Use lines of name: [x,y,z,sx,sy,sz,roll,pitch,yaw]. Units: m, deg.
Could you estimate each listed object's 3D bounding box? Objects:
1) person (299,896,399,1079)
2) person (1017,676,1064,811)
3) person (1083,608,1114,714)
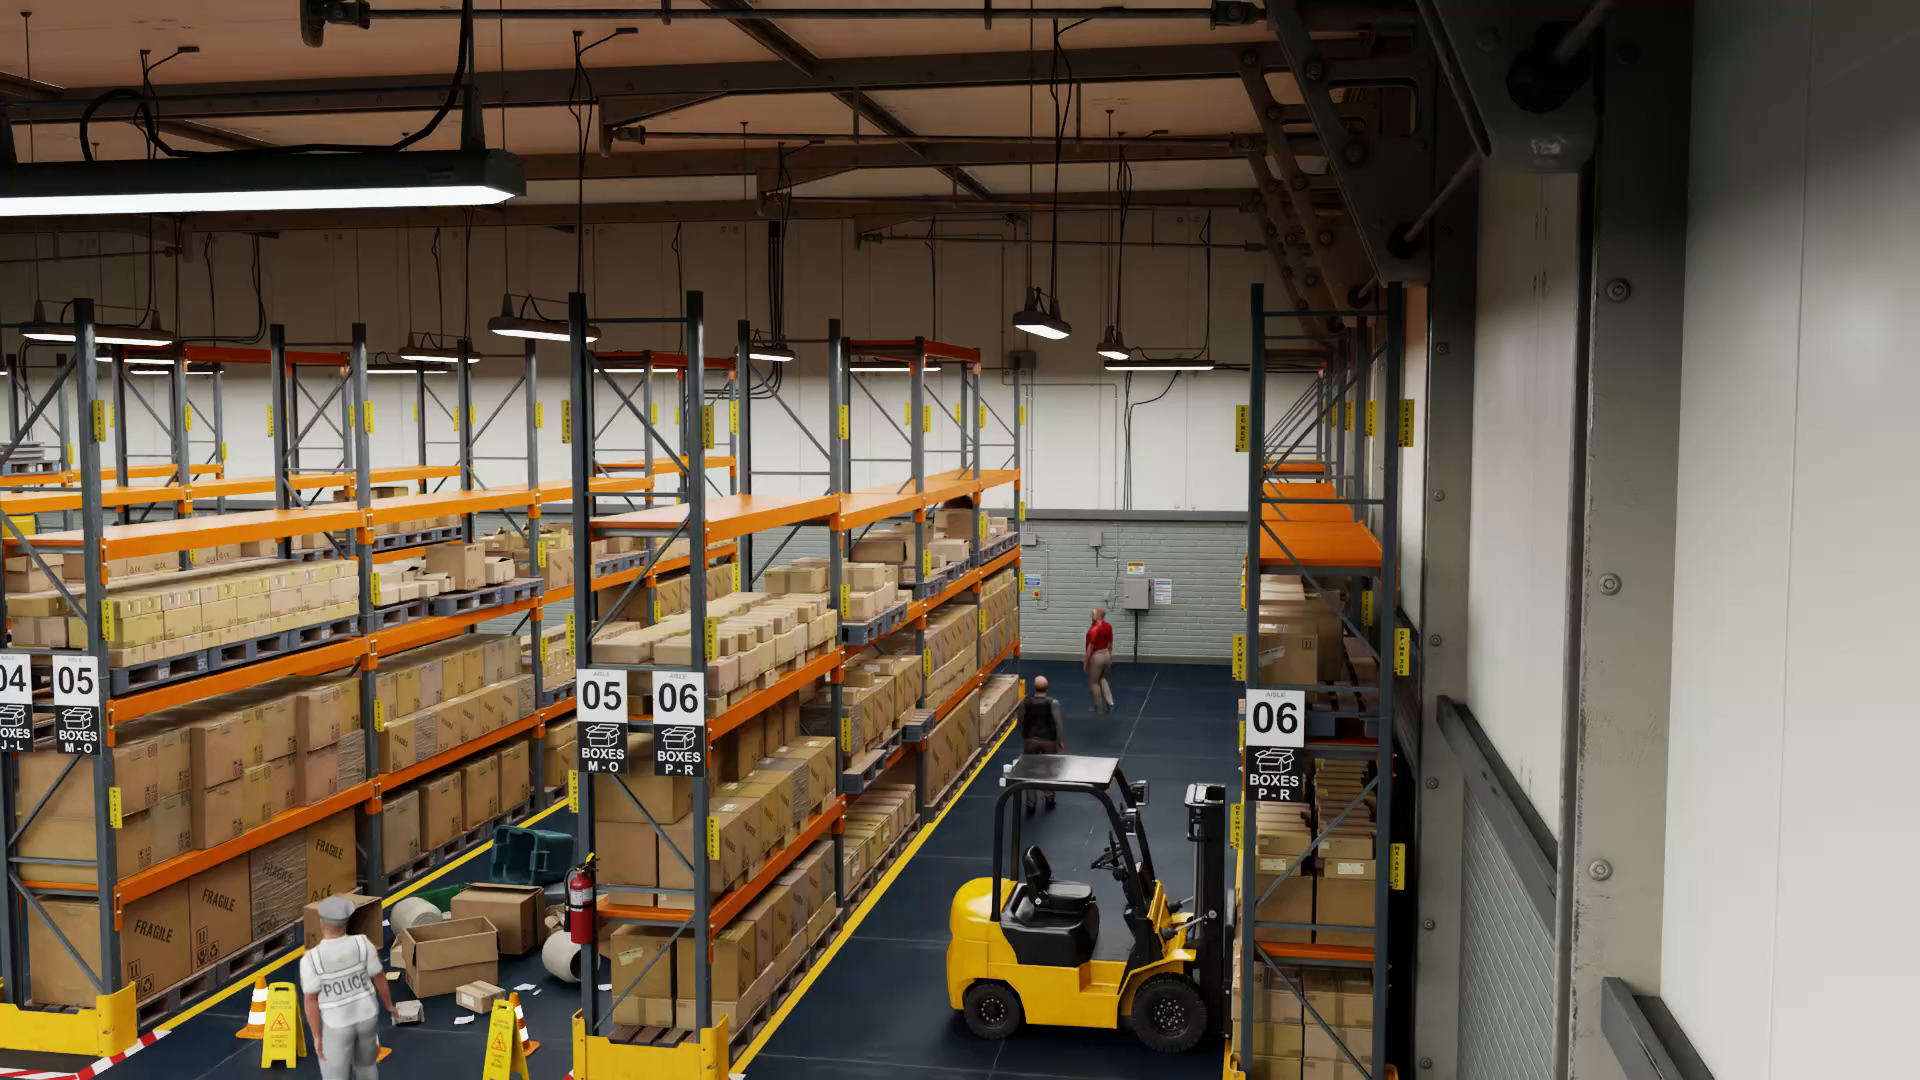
person: [-4.250,3.352,11.565,0.442,1.788,0.708,3,6,36]
person: [1.033,2.599,21.270,0.622,1.752,0.657,1,5,9]
person: [2.224,1.951,26.727,0.385,1.760,0.664,4,6,42]
